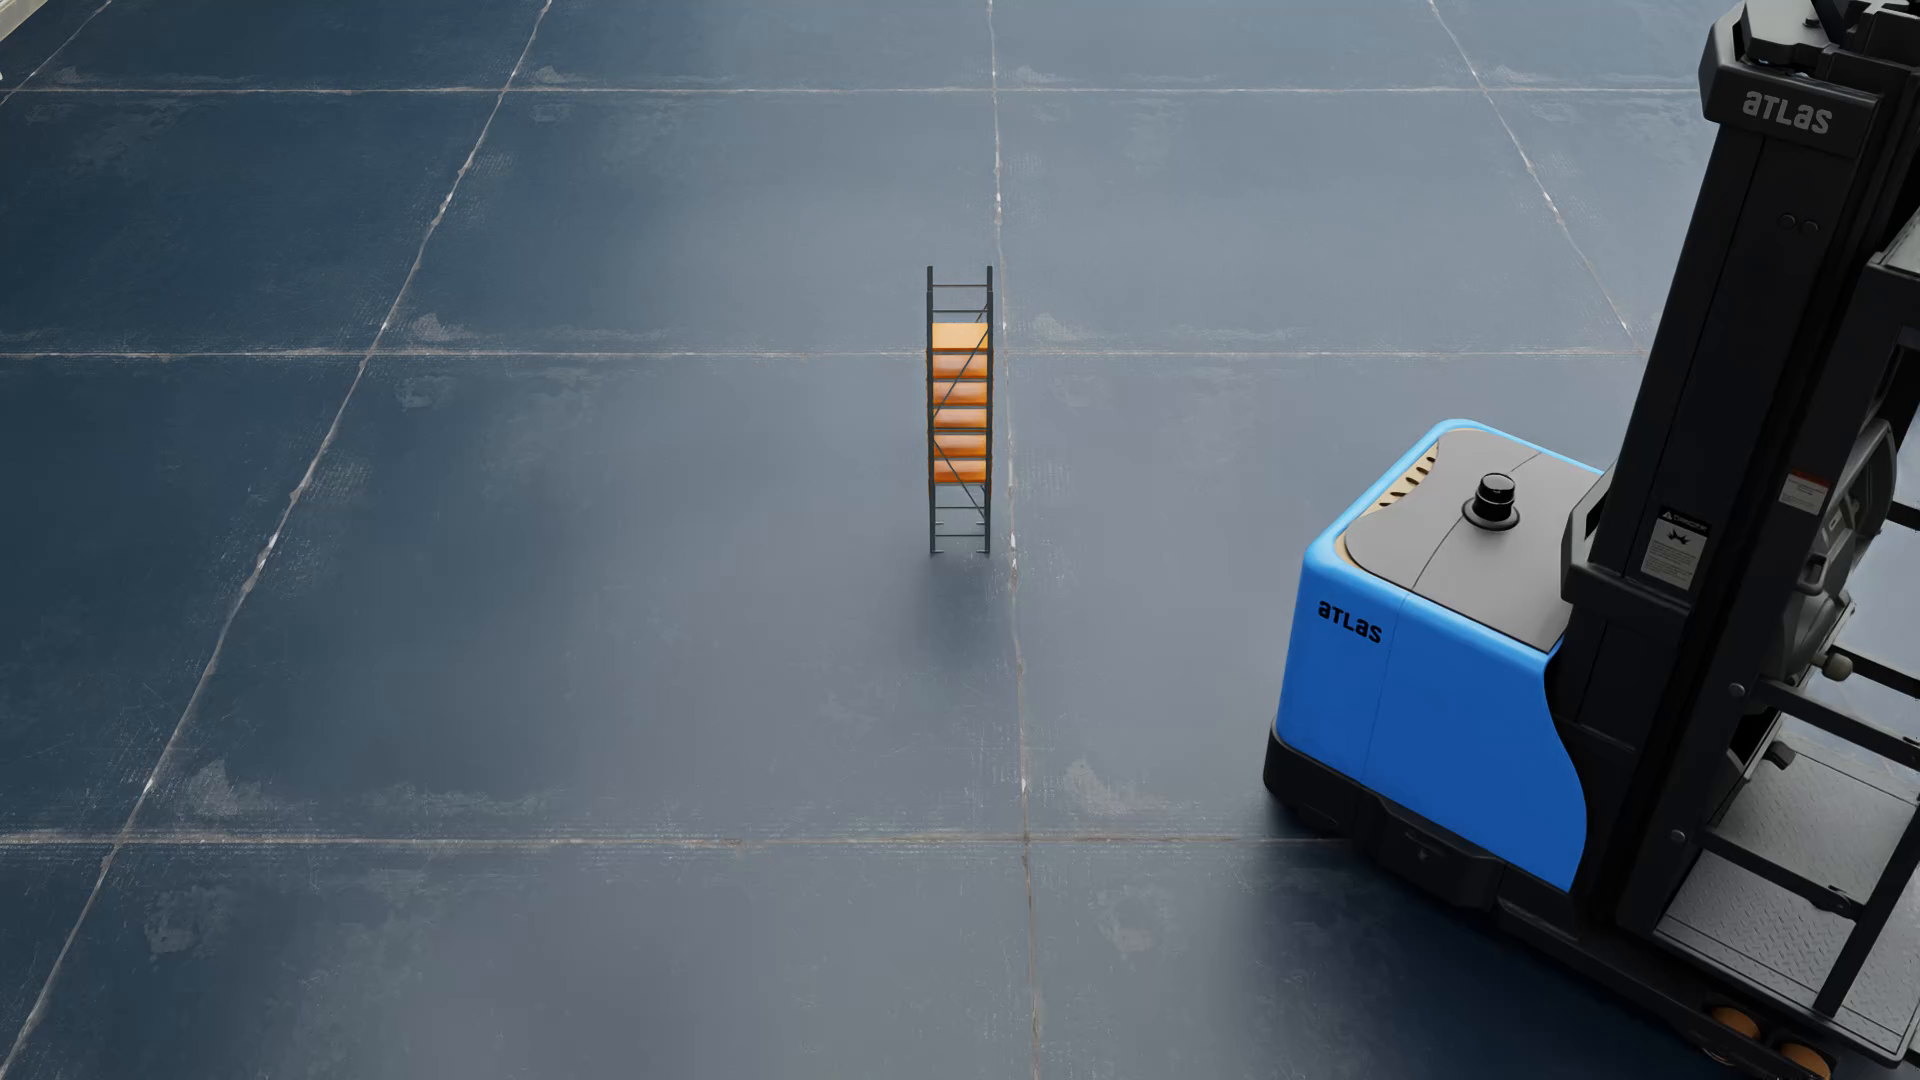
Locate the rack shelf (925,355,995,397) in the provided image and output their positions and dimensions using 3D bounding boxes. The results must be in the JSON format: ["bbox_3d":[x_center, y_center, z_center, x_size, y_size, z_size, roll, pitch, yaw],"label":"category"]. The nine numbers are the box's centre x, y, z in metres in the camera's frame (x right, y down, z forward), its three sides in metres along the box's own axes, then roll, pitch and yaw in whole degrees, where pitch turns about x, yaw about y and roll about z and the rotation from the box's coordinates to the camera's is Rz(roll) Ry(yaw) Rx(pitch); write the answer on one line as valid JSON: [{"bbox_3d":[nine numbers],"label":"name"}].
[{"bbox_3d":[0.000,-0.630,6.264,0.258,0.103,0.180,0,39,0],"label":"rack shelf"}]

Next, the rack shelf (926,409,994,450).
[{"bbox_3d":[0.000,-0.443,6.414,0.258,0.103,0.180,0,39,0],"label":"rack shelf"}]

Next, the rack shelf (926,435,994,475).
[{"bbox_3d":[0.000,-0.349,6.489,0.258,0.103,0.180,0,39,0],"label":"rack shelf"}]

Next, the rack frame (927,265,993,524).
[{"bbox_3d":[0.000,-0.534,6.457,0.240,1.200,0.006,0,39,0],"label":"rack frame"}]

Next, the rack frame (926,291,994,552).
[{"bbox_3d":[0.000,-0.420,6.315,0.240,1.200,0.006,0,39,0],"label":"rack frame"}]

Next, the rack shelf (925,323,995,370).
[{"bbox_3d":[0.000,-0.724,6.189,0.258,0.103,0.180,0,39,0],"label":"rack shelf"}]

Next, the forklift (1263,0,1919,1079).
[{"bbox_3d":[2.483,0.082,4.303,3.031,2.935,1.130,27,46,30],"label":"forklift"}]

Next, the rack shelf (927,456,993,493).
[{"bbox_3d":[0.000,-0.255,6.564,0.258,0.103,0.180,0,39,0],"label":"rack shelf"}]

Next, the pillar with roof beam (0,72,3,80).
[{"bbox_3d":[-1.798,-6.266,7.374,9.100,9.000,0.400,0,39,0],"label":"pillar with roof beam"}]

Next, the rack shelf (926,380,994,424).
[{"bbox_3d":[0.000,-0.536,6.339,0.258,0.103,0.180,0,39,0],"label":"rack shelf"}]

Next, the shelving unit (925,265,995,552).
[{"bbox_3d":[0.000,-0.477,6.386,0.258,1.200,0.189,0,39,0],"label":"shelving unit"}]
